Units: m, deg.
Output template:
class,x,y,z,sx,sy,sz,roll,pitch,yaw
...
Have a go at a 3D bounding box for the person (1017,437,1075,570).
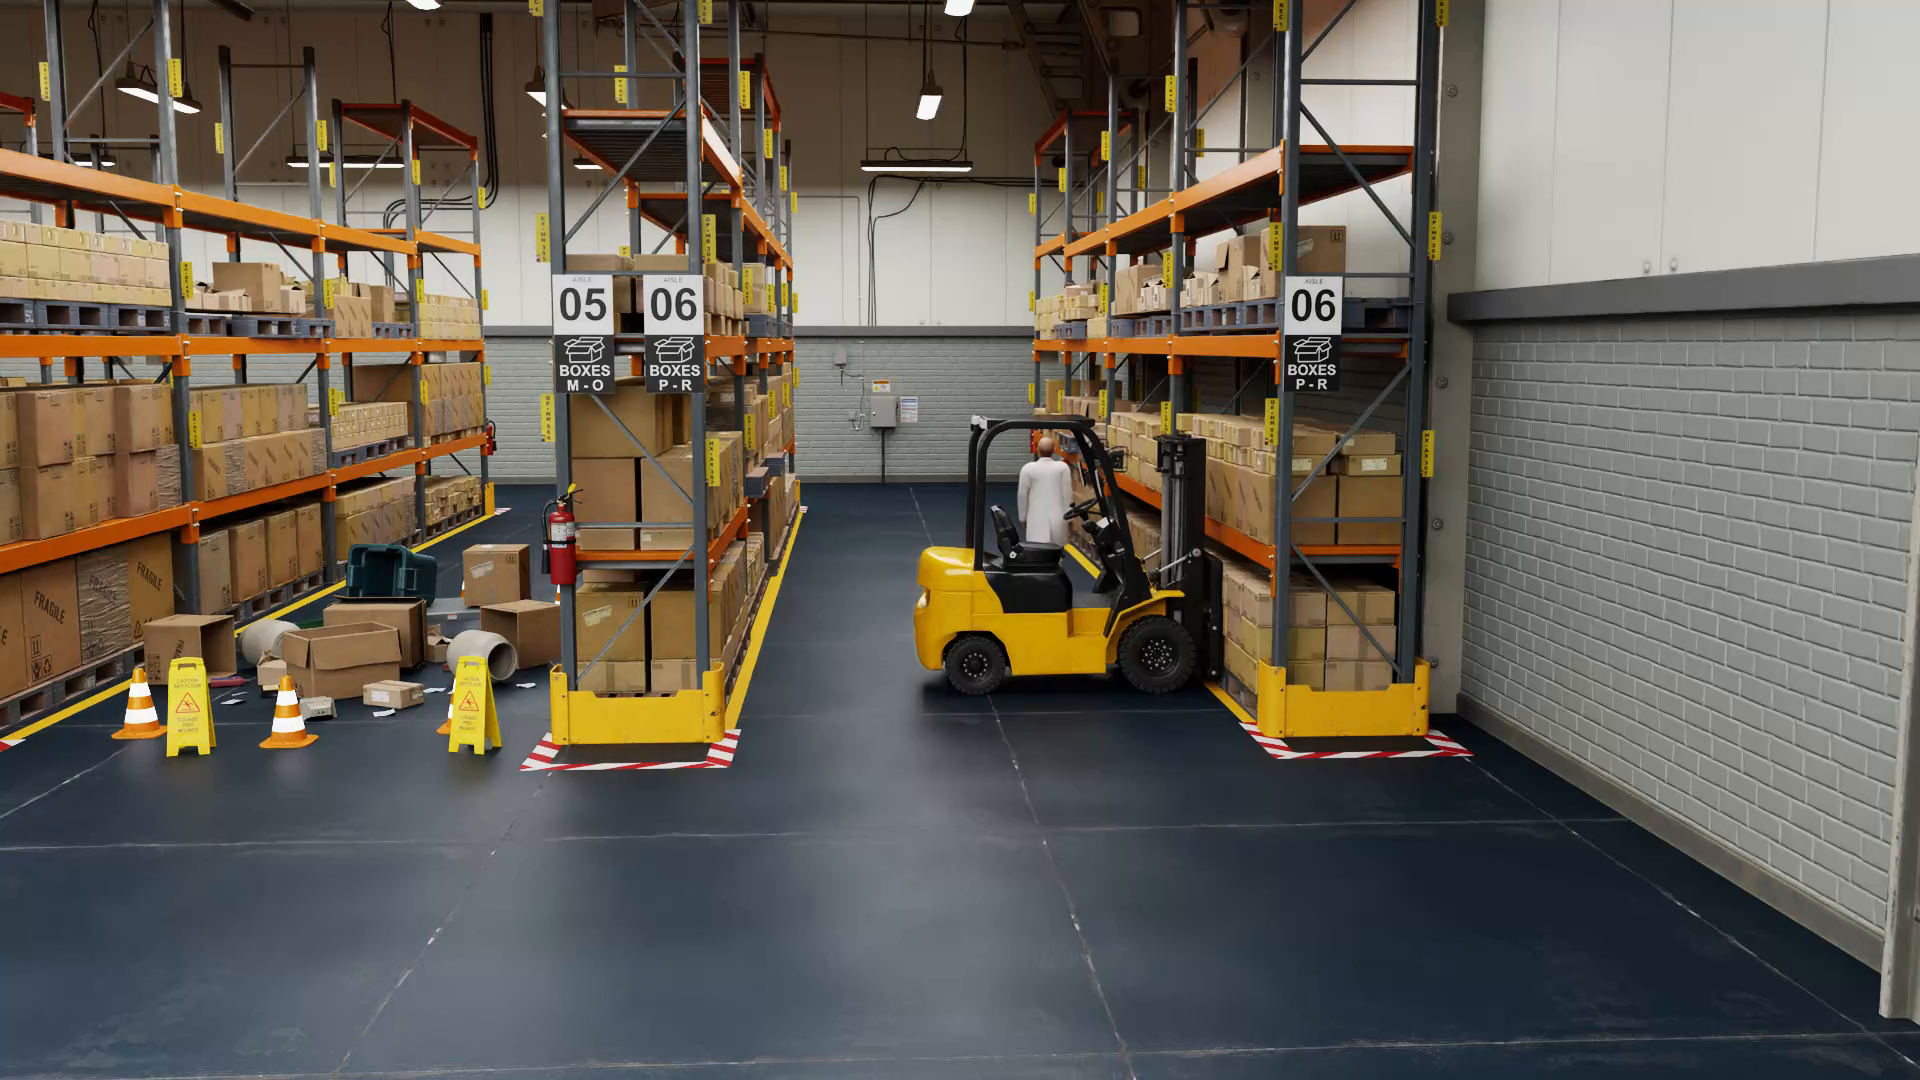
class,x,y,z,sx,sy,sz,roll,pitch,yaw
person,0.881,-0.193,17.305,0.588,1.755,0.855,-1,7,-4
